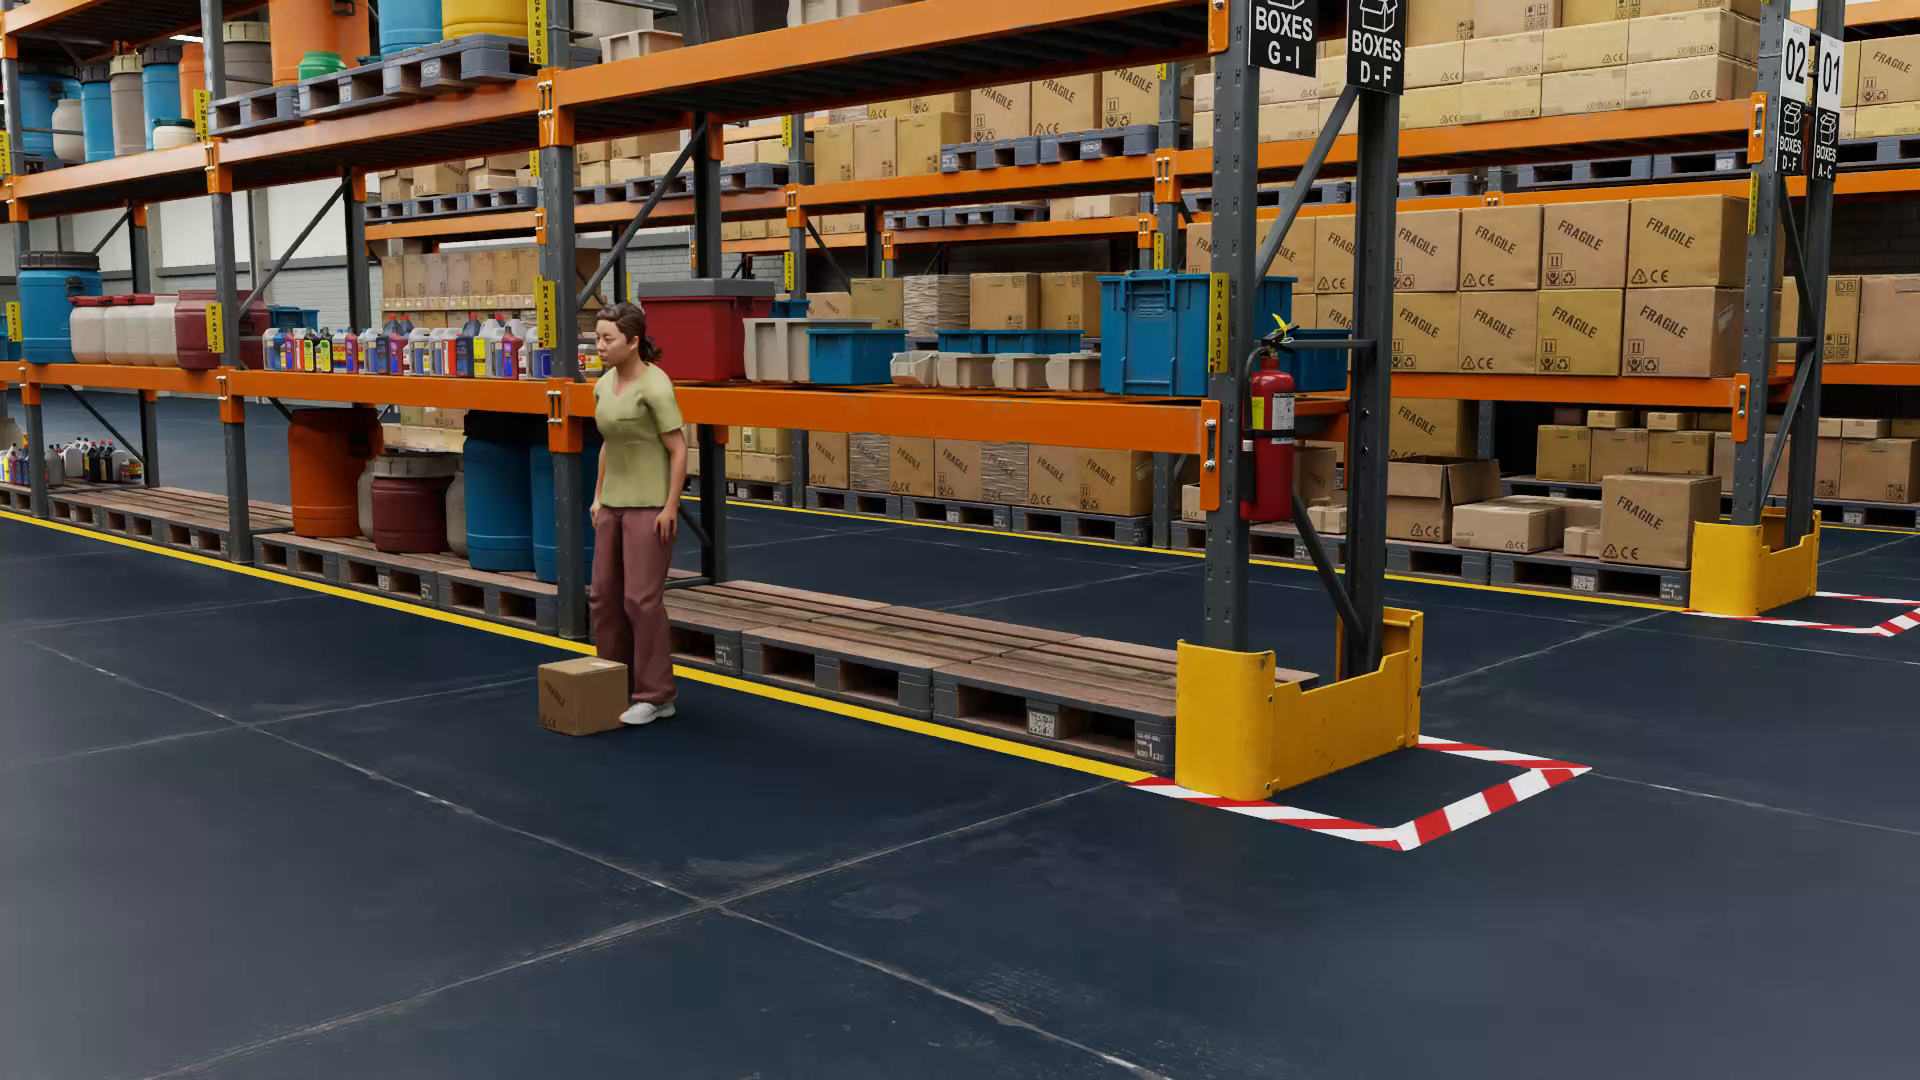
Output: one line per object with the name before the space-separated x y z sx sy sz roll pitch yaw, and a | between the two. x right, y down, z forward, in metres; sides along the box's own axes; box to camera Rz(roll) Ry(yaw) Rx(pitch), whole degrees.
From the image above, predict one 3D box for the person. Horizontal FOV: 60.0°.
person | -1.319 -0.112 6.668 0.511 1.671 0.362 6 9 40
